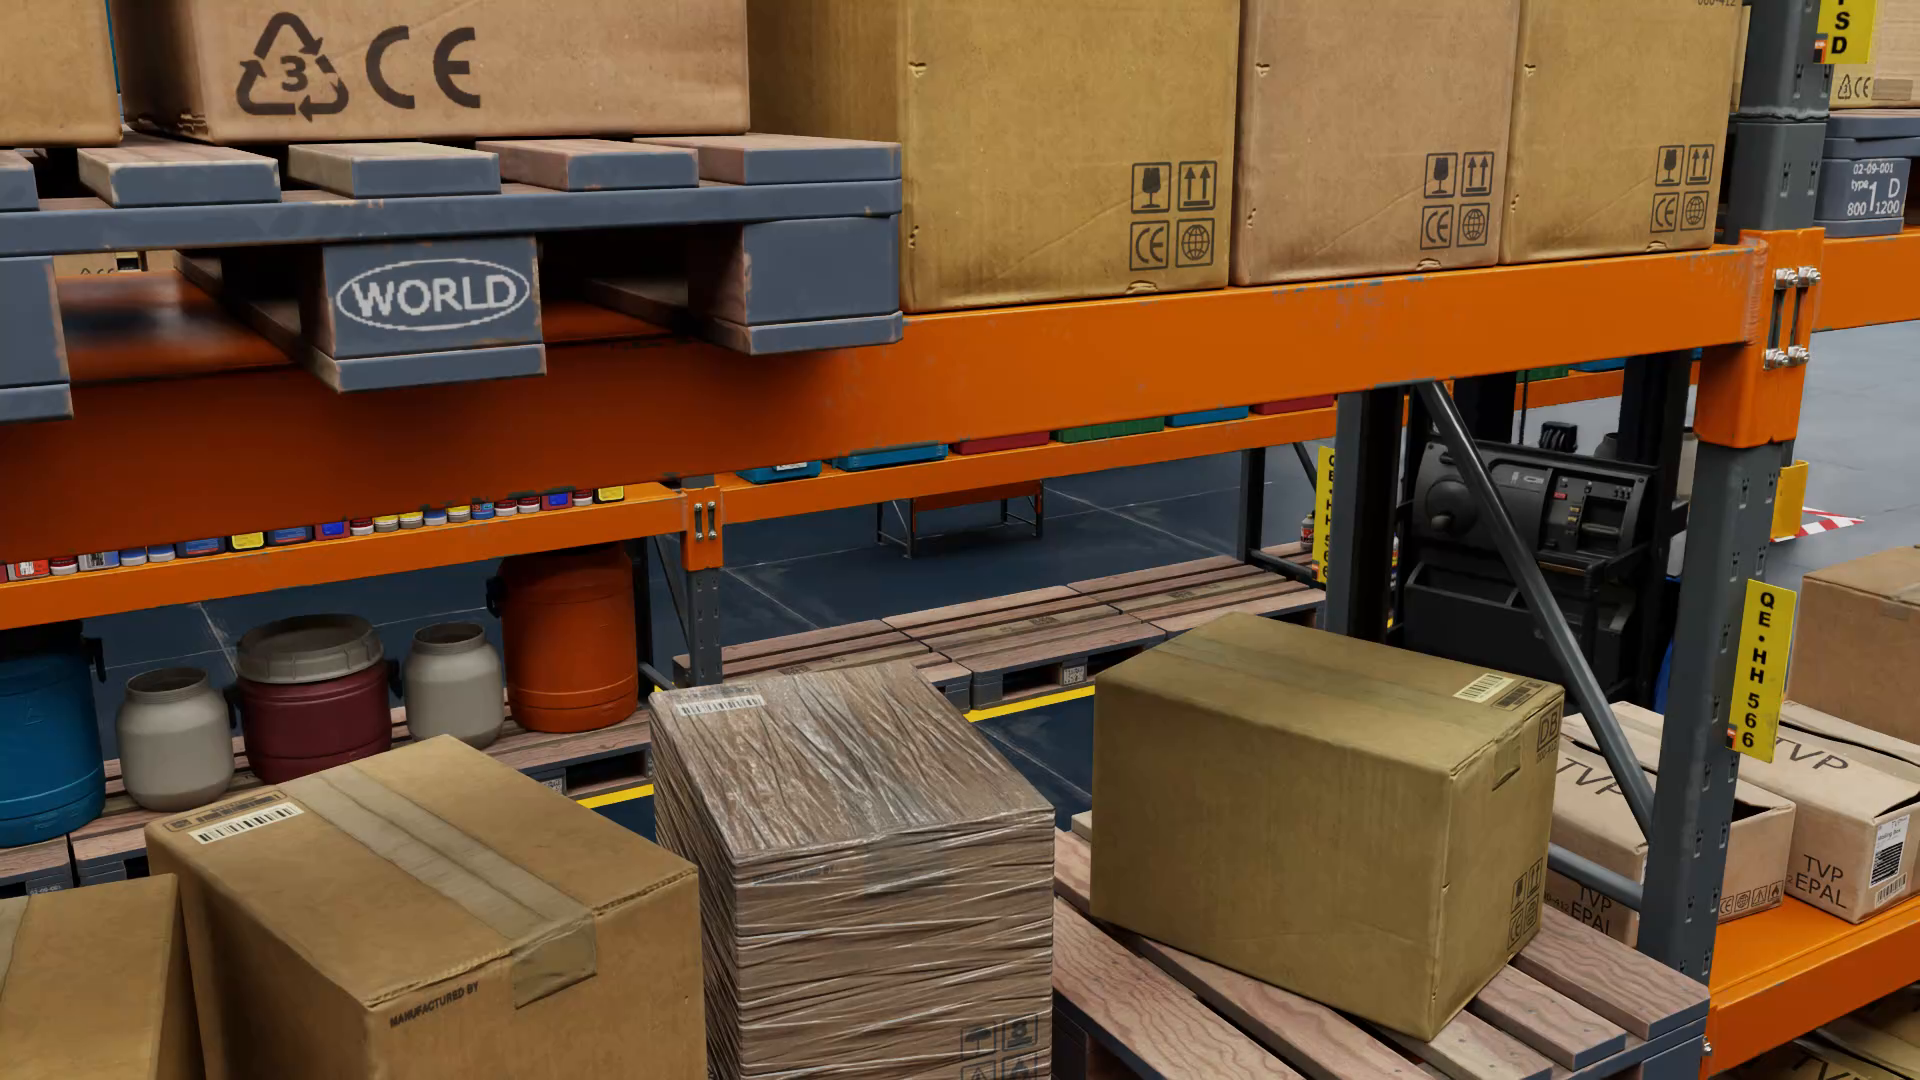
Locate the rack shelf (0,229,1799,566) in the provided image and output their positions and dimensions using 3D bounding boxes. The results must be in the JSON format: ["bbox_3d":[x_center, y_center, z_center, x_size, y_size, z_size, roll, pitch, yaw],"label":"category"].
[{"bbox_3d":[-0.558,-0.187,2.297,4.000,0.370,1.077,-9,18,-30],"label":"rack shelf"}]

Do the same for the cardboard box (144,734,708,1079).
[{"bbox_3d":[-0.789,0.678,2.470,0.700,0.500,0.500,15,21,42],"label":"cardboard box"}]

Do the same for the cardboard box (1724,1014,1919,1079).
[{"bbox_3d":[2.203,1.404,4.120,0.500,0.311,0.500,-10,18,-31],"label":"cardboard box"}]

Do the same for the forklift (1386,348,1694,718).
[{"bbox_3d":[2.142,-0.162,6.556,1.130,2.935,3.031,14,21,41],"label":"forklift"}]

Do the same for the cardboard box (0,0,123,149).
[{"bbox_3d":[-1.241,-0.705,1.663,0.600,0.600,0.600,-9,18,-30],"label":"cardboard box"}]

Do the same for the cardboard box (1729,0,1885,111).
[{"bbox_3d":[1.517,-1.018,3.426,0.500,0.250,0.500,-11,19,-34],"label":"cardboard box"}]

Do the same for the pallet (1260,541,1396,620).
[{"bbox_3d":[2.635,0.189,10.345,1.213,0.211,1.003,-9,18,-30],"label":"pallet"}]

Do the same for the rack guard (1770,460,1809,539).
[{"bbox_3d":[5.426,-0.401,11.914,0.348,0.500,1.175,-9,18,-30],"label":"rack guard"}]

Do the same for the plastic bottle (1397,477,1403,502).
[{"bbox_3d":[2.883,-0.234,10.781,0.185,0.351,0.144,-9,18,-30],"label":"plastic bottle"}]

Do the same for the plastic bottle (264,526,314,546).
[{"bbox_3d":[-2.656,-0.164,6.529,0.185,0.351,0.144,-9,18,-30],"label":"plastic bottle"}]

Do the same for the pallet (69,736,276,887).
[{"bbox_3d":[-3.090,1.116,7.036,1.213,0.211,1.003,-9,18,-30],"label":"pallet"}]

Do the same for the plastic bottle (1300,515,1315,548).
[{"bbox_3d":[2.188,-0.057,10.425,0.097,0.201,0.097,0,16,0],"label":"plastic bottle"}]

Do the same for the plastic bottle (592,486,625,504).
[{"bbox_3d":[-1.518,-0.303,7.150,0.133,0.283,0.061,-9,18,-30],"label":"plastic bottle"}]

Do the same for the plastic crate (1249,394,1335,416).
[{"bbox_3d":[1.780,-0.963,9.169,0.583,0.464,0.402,-9,18,-30],"label":"plastic crate"}]

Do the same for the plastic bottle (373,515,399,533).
[{"bbox_3d":[-2.325,-0.138,6.714,0.097,0.201,0.097,0,16,0],"label":"plastic bottle"}]

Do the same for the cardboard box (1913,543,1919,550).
[{"bbox_3d":[3.038,0.274,4.689,0.500,0.500,0.500,-9,18,-30],"label":"cardboard box"}]

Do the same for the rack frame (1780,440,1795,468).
[{"bbox_3d":[5.467,-1.626,11.654,0.127,3.000,1.000,-9,18,-30],"label":"rack frame"}]

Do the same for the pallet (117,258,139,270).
[{"bbox_3d":[-8.085,-2.445,14.929,1.213,0.211,1.003,-9,18,-30],"label":"pallet"}]

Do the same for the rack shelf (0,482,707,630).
[{"bbox_3d":[-3.105,0.110,6.792,4.000,0.370,1.077,-9,18,-30],"label":"rack shelf"}]

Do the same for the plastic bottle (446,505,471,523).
[{"bbox_3d":[-2.074,-0.179,6.859,0.097,0.201,0.097,0,16,0],"label":"plastic bottle"}]

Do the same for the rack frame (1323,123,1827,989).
[{"bbox_3d":[1.157,0.632,3.596,0.127,3.000,1.000,-9,18,-30],"label":"rack frame"}]

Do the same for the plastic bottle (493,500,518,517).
[{"bbox_3d":[-1.908,-0.206,6.956,0.097,0.201,0.097,0,16,0],"label":"plastic bottle"}]

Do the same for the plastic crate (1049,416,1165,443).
[{"bbox_3d":[0.690,-0.661,8.602,0.662,0.188,0.450,-9,18,-30],"label":"plastic crate"}]

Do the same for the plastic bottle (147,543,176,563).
[{"bbox_3d":[-3.037,-0.057,6.293,0.097,0.271,0.097,0,16,0],"label":"plastic bottle"}]

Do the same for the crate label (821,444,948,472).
[{"bbox_3d":[-0.400,-0.607,7.951,0.616,0.435,0.502,-9,18,-30],"label":"crate label"}]

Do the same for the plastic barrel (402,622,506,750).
[{"bbox_3d":[-2.240,0.653,7.355,0.421,0.512,0.421,0,16,0],"label":"plastic barrel"}]

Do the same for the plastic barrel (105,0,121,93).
[{"bbox_3d":[-3.435,-2.119,6.146,0.708,0.901,0.600,-9,18,-30],"label":"plastic barrel"}]

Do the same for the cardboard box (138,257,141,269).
[{"bbox_3d":[-9.680,-3.055,19.910,0.875,0.875,0.875,-9,18,-30],"label":"cardboard box"}]

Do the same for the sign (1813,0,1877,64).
[{"bbox_3d":[1.435,-0.935,2.673,0.005,0.325,0.100,-9,18,-30],"label":"sign"}]

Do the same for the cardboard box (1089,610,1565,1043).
[{"bbox_3d":[0.675,0.496,3.121,0.700,0.500,0.500,13,20,38],"label":"cardboard box"}]

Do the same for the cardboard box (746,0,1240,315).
[{"bbox_3d":[-0.083,-0.648,2.423,0.500,0.500,0.910,-9,18,-30],"label":"cardboard box"}]

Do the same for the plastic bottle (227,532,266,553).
[{"bbox_3d":[-2.771,-0.100,6.425,0.133,0.283,0.061,-9,18,-30],"label":"plastic bottle"}]

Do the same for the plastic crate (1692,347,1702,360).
[{"bbox_3d":[4.632,-1.327,10.861,0.408,0.251,0.499,-9,18,-30],"label":"plastic crate"}]

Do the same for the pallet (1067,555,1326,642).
[{"bbox_3d":[1.385,0.391,9.625,1.213,0.211,1.003,-9,18,-30],"label":"pallet"}]

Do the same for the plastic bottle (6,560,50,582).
[{"bbox_3d":[-3.433,-0.003,6.094,0.135,0.276,0.152,-9,18,-30],"label":"plastic bottle"}]

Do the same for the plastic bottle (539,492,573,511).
[{"bbox_3d":[-1.716,-0.271,7.035,0.133,0.283,0.061,-9,18,-30],"label":"plastic bottle"}]

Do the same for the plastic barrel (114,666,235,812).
[{"bbox_3d":[-3.208,0.810,6.795,0.421,0.512,0.421,0,16,0],"label":"plastic barrel"}]

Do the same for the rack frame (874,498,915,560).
[{"bbox_3d":[-0.442,-0.470,11.003,0.032,1.125,0.500,-9,18,-30],"label":"rack frame"}]

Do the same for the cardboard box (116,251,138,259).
[{"bbox_3d":[-7.475,-2.586,14.767,0.250,0.149,0.380,-10,19,-32],"label":"cardboard box"}]

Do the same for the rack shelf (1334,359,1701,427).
[{"bbox_3d":[3.752,-1.002,10.759,4.000,0.370,1.077,-9,18,-30],"label":"rack shelf"}]

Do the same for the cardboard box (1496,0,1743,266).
[{"bbox_3d":[0.800,-0.792,2.934,0.500,0.500,0.910,-9,18,-30],"label":"cardboard box"}]

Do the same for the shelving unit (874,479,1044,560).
[{"bbox_3d":[-0.006,-0.541,11.255,1.048,1.125,0.538,-9,18,-30],"label":"shelving unit"}]

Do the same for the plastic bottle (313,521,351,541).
[{"bbox_3d":[-2.498,-0.144,6.583,0.133,0.283,0.061,-9,18,-30],"label":"plastic bottle"}]

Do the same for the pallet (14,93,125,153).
[{"bbox_3d":[-3.227,-1.601,6.358,1.213,0.211,1.003,-9,18,-30],"label":"pallet"}]

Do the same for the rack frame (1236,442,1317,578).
[{"bbox_3d":[2.038,-1.070,9.670,0.127,3.000,1.000,-9,18,-30],"label":"rack frame"}]

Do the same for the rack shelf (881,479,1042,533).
[{"bbox_3d":[-0.006,-0.305,11.321,1.000,0.278,0.538,-9,18,-30],"label":"rack shelf"}]

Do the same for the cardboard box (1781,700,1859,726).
[{"bbox_3d":[2.221,0.563,4.309,0.250,0.149,0.380,-8,17,-26],"label":"cardboard box"}]

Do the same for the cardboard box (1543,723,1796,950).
[{"bbox_3d":[1.491,0.635,3.753,0.500,0.311,0.500,-8,18,-26],"label":"cardboard box"}]

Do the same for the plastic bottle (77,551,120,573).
[{"bbox_3d":[-3.234,-0.035,6.209,0.135,0.276,0.152,-9,18,-30],"label":"plastic bottle"}]

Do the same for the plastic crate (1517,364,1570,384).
[{"bbox_3d":[3.347,-1.091,10.139,0.662,0.188,0.450,-9,18,-30],"label":"plastic crate"}]

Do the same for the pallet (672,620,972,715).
[{"bbox_3d":[-0.707,0.730,8.415,1.213,0.211,1.003,-9,18,-30],"label":"pallet"}]

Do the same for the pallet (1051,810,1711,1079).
[{"bbox_3d":[0.612,0.835,3.228,1.003,0.211,1.213,-9,18,-30],"label":"pallet"}]

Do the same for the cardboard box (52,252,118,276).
[{"bbox_3d":[-5.708,-1.909,10.618,0.637,0.503,0.797,-9,18,-28],"label":"cardboard box"}]

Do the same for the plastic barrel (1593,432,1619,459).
[{"bbox_3d":[4.512,-0.452,11.295,0.421,0.512,0.421,0,16,0],"label":"plastic barrel"}]
